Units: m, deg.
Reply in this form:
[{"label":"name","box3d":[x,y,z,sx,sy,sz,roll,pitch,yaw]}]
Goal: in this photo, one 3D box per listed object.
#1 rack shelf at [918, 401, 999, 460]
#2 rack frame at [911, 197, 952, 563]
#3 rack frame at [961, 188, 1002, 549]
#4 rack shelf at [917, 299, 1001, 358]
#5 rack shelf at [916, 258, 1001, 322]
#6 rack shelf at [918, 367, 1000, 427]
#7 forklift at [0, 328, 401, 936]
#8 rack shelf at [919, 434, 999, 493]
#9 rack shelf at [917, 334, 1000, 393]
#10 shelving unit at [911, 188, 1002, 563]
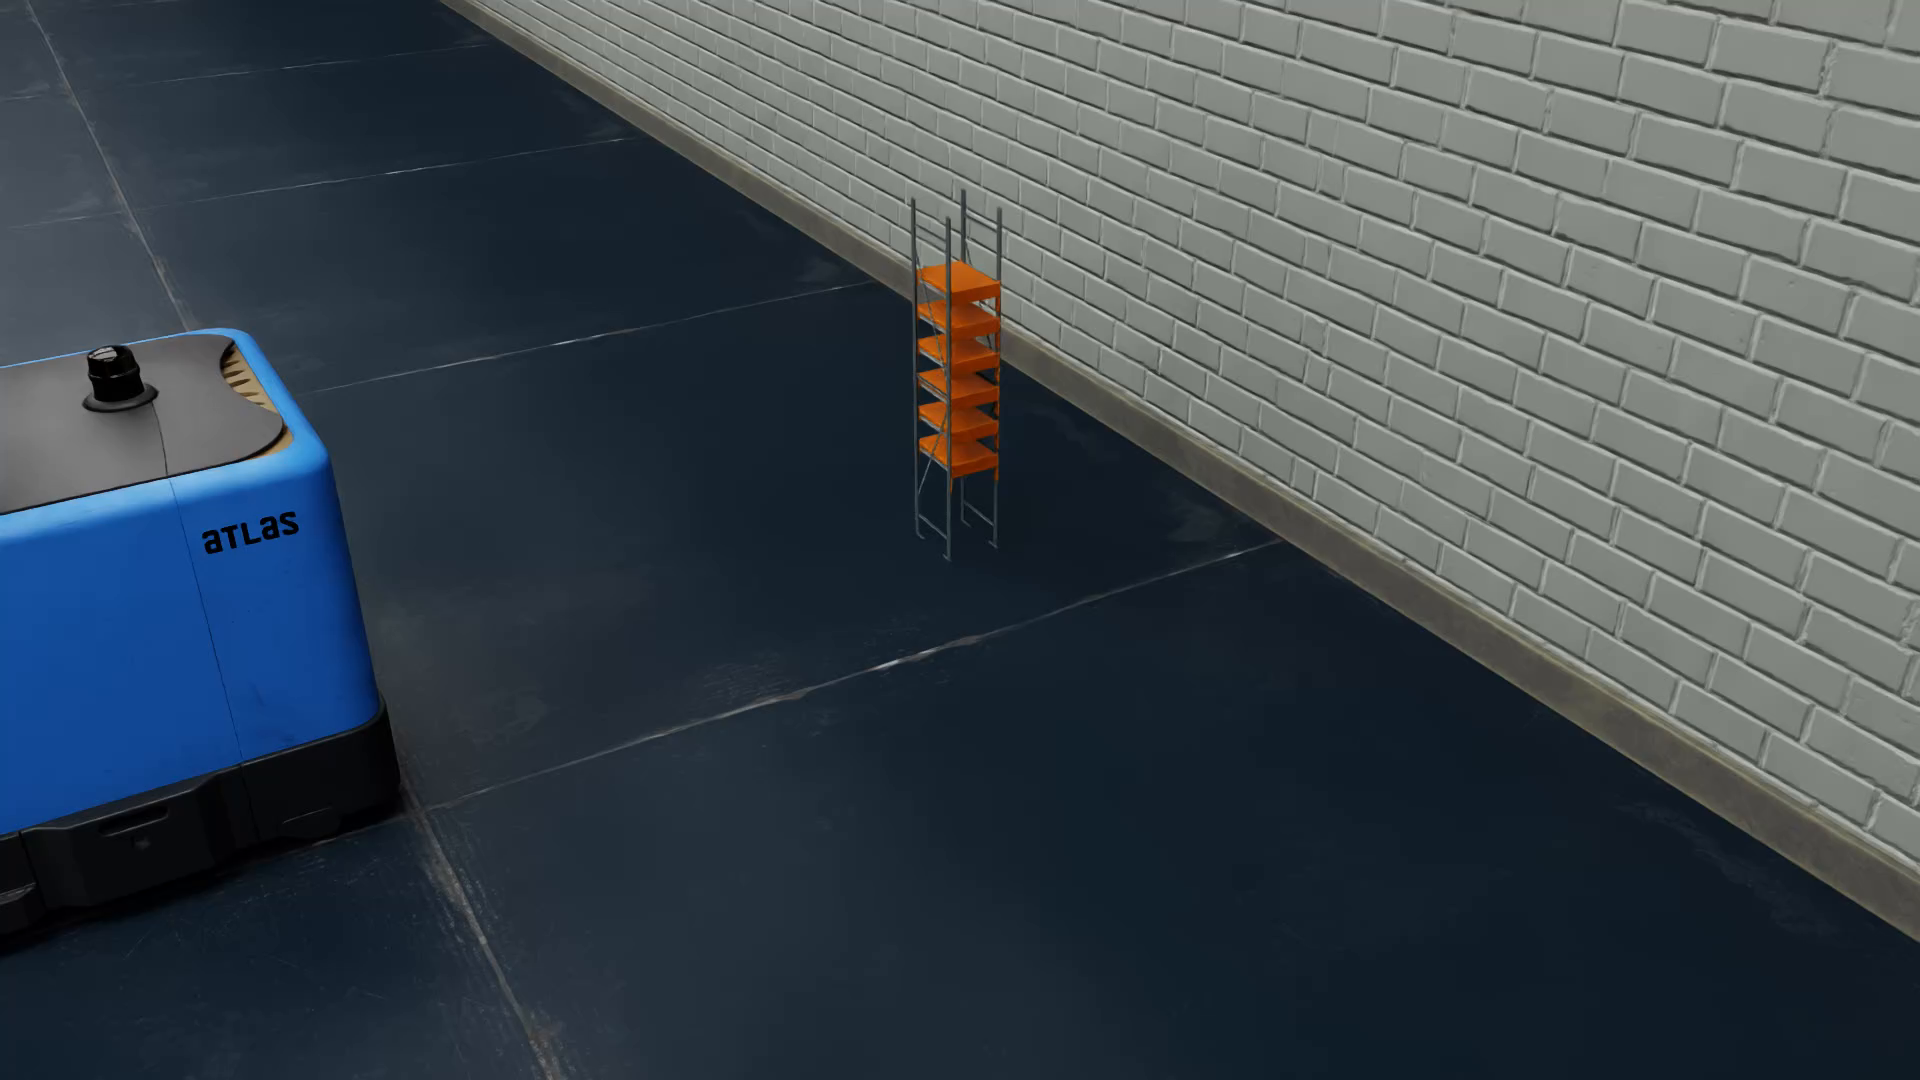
[{"label":"rack shelf","box3d":[-0.012,-0.378,5.533,0.180,0.103,0.258,-16,33,-26]},{"label":"rack frame","box3d":[-0.091,-0.499,5.413,0.006,1.200,0.240,-16,33,-26]},{"label":"rack frame","box3d":[0.066,-0.544,5.494,0.006,1.200,0.240,-16,33,-26]},{"label":"rack shelf","box3d":[-0.012,-0.693,5.359,0.180,0.103,0.258,-16,33,-26]},{"label":"rack shelf","box3d":[-0.012,-0.798,5.301,0.180,0.103,0.258,-16,33,-26]},{"label":"rack shelf","box3d":[-0.012,-0.483,5.475,0.180,0.103,0.258,-16,33,-26]},{"label":"forklift","box3d":[-3.013,-0.379,3.404,3.031,2.935,1.130,-17,33,-28]},{"label":"rack shelf","box3d":[-0.012,-0.273,5.591,0.180,0.103,0.258,-16,33,-26]},{"label":"rack shelf","box3d":[-0.012,-0.588,5.417,0.180,0.103,0.258,-16,33,-26]},{"label":"shelving unit","box3d":[-0.012,-0.522,5.454,0.189,1.200,0.258,-16,33,-26]}]
